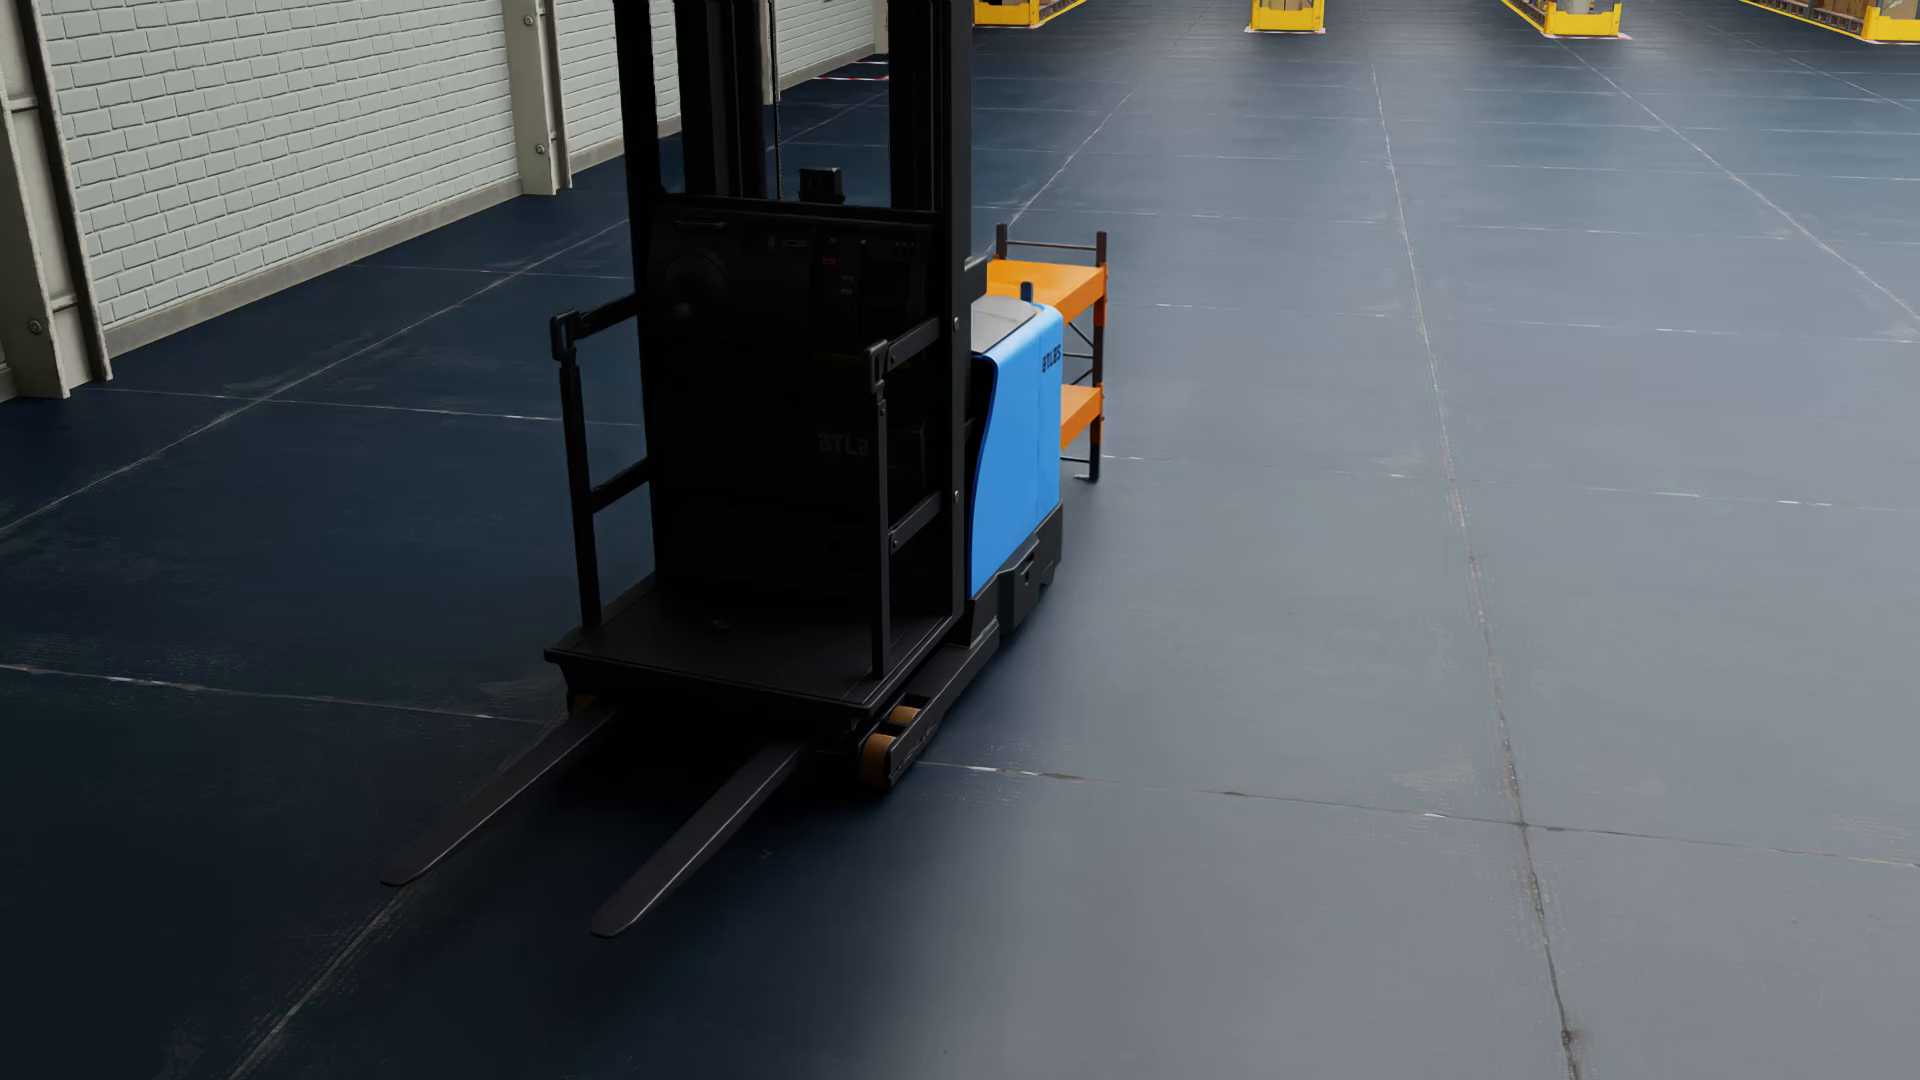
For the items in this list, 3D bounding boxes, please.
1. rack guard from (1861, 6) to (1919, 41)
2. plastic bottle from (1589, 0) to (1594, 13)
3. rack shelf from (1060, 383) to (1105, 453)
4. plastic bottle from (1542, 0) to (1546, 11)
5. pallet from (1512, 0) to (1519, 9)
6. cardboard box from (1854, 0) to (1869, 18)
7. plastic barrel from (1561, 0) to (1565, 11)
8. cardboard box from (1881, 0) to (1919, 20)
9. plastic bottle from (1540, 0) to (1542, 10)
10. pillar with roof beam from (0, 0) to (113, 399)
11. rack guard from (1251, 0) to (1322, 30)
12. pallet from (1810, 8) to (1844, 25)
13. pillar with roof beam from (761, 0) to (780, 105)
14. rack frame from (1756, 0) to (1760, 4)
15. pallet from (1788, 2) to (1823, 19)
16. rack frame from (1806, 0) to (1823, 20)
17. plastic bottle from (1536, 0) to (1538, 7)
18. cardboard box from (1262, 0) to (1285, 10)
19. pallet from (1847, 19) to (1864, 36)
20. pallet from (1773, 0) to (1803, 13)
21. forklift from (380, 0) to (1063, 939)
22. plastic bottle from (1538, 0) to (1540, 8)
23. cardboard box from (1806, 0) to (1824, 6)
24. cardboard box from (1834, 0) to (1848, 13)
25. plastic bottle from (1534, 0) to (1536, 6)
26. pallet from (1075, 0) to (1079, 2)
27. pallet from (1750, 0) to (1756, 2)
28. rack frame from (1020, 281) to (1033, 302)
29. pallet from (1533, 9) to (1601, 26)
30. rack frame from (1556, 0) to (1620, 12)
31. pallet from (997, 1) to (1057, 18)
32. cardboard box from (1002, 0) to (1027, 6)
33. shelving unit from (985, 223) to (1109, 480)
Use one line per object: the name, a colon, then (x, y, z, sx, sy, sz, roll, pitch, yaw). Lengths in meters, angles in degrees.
rack guard: (15.371, -8.404, 27.052, 1.175, 0.500, 0.348, 4, 22, 11)
plastic bottle: (11.182, -9.491, 29.469, 0.097, 0.271, 0.097, 0, 22, 0)
rack shelf: (0.217, -0.427, 7.062, 0.538, 0.278, 1.000, 8, 23, 19)
plastic bottle: (10.458, -9.607, 29.739, 0.061, 0.283, 0.133, 5, 22, 12)
pallet: (11.692, -10.821, 33.439, 1.003, 0.211, 1.213, 4, 22, 11)
cardboard box: (15.734, -9.247, 28.583, 0.500, 0.500, 0.500, 7, 23, 16)
plastic barrel: (10.668, -9.384, 28.907, 0.421, 0.512, 0.421, 0, 22, 0)
cardboard box: (15.499, -8.798, 27.469, 0.500, 0.500, 0.500, 9, 24, 21)
plastic bottle: (10.559, -9.700, 29.981, 0.152, 0.276, 0.135, 4, 22, 9)
pillar with roof beam: (-0.579, -4.668, 6.399, 9.100, 9.000, 0.400, 4, 22, 11)
rack guard: (5.653, -9.124, 28.840, 1.175, 0.500, 0.348, 4, 22, 11)
pallet: (16.069, -9.457, 30.053, 1.003, 0.211, 1.213, 4, 22, 11)
pillar with roof beam: (1.870, -9.057, 17.296, 9.100, 9.000, 0.400, 4, 22, 11)
rack frame: (16.988, -12.462, 33.781, 1.000, 3.000, 0.127, 4, 22, 11)
pallet: (16.329, -9.990, 31.377, 1.003, 0.211, 1.213, 4, 22, 11)
rack frame: (16.172, -10.999, 30.149, 1.000, 3.000, 0.127, 4, 22, 11)
plastic bottle: (10.639, -9.931, 30.543, 0.061, 0.283, 0.133, 5, 23, 13)
cardboard box: (5.478, -9.431, 29.373, 0.500, 0.250, 0.500, 4, 22, 11)
pallet: (15.571, -8.565, 27.837, 1.003, 0.211, 1.213, 4, 22, 11)
pallet: (16.576, -10.438, 32.488, 1.003, 0.211, 1.213, 4, 22, 11)
forklift: (-0.601, -0.787, 4.883, 1.130, 2.935, 3.031, 8, 23, 19)
plastic bottle: (10.627, -9.864, 30.287, 0.144, 0.351, 0.185, 4, 22, 10)
cardboard box: (16.318, -10.266, 31.087, 0.700, 0.500, 0.500, 3, 22, 7)
cardboard box: (15.941, -9.681, 29.660, 0.500, 0.500, 0.500, 12, 25, 28)
plastic bottle: (10.752, -10.088, 30.844, 0.144, 0.351, 0.185, 5, 22, 12)
pallet: (2.028, -11.571, 35.301, 1.003, 0.211, 1.213, 4, 22, 11)
pallet: (17.222, -11.451, 35.003, 1.003, 0.211, 1.213, 4, 22, 11)
rack frame: (0.037, -0.476, 6.529, 0.500, 1.125, 0.032, 8, 23, 19)
pallet: (10.898, -9.393, 29.894, 1.003, 0.211, 1.213, 4, 22, 11)
rack frame: (10.507, -9.914, 27.454, 1.000, 3.000, 0.127, 4, 22, 11)
pallet: (1.275, -10.142, 31.754, 1.003, 0.211, 1.213, 4, 22, 11)
cardboard box: (1.037, -9.872, 30.360, 0.500, 0.311, 0.500, 2, 22, 5)
shelving unit: (0.217, -0.653, 6.970, 0.538, 1.125, 1.048, 8, 23, 19)
